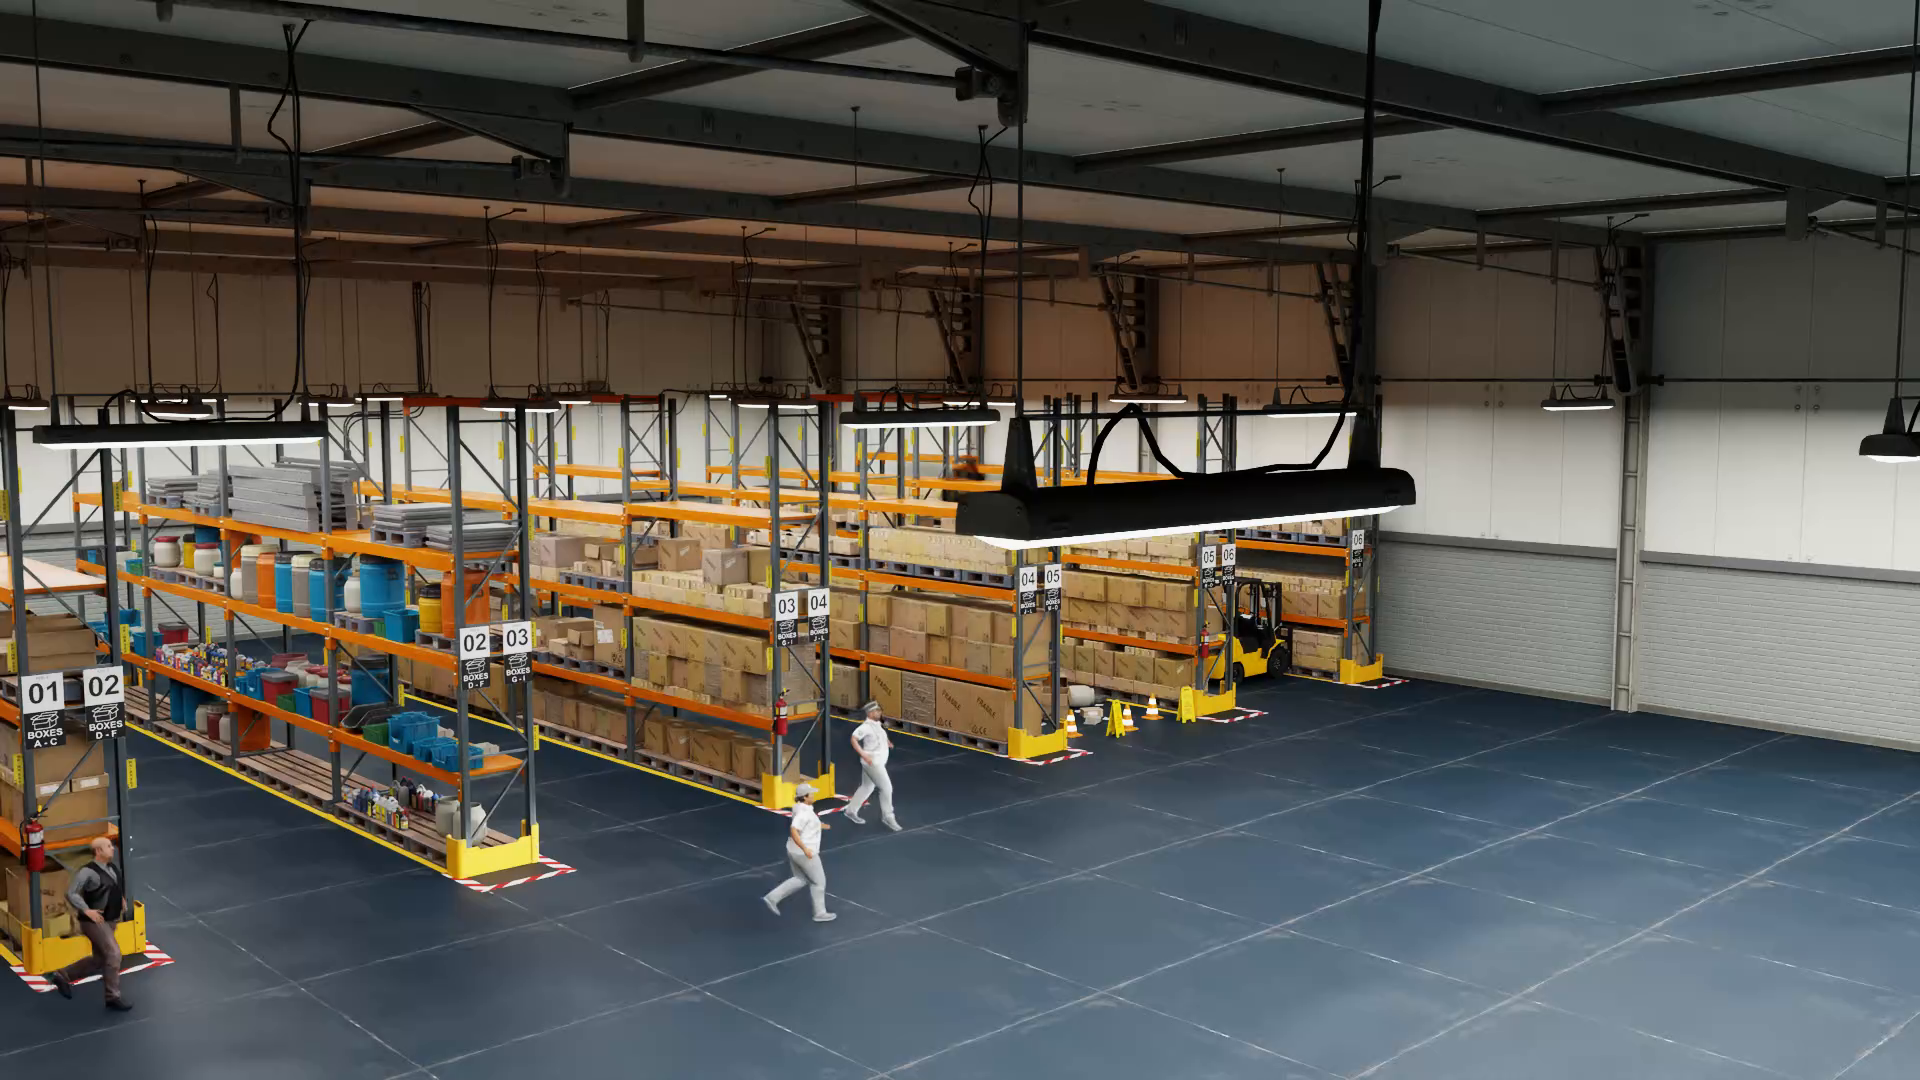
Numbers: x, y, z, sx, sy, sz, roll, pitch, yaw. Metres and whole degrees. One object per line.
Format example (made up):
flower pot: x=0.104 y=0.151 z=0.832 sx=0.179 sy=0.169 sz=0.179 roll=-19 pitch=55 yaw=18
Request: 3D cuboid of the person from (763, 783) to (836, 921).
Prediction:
person: x=-1.854 y=3.639 z=19.307 sx=0.855 sy=1.634 sz=0.610 roll=-2 pitch=6 yaw=-19

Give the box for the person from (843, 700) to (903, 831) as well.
person: x=-1.227 y=3.178 z=23.549 sx=0.819 sy=1.841 sz=0.685 roll=0 pitch=6 yaw=-2

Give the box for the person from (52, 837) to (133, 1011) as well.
person: x=-8.774 y=3.866 z=16.907 sx=0.856 sy=1.694 sz=0.701 roll=0 pitch=6 yaw=-1
